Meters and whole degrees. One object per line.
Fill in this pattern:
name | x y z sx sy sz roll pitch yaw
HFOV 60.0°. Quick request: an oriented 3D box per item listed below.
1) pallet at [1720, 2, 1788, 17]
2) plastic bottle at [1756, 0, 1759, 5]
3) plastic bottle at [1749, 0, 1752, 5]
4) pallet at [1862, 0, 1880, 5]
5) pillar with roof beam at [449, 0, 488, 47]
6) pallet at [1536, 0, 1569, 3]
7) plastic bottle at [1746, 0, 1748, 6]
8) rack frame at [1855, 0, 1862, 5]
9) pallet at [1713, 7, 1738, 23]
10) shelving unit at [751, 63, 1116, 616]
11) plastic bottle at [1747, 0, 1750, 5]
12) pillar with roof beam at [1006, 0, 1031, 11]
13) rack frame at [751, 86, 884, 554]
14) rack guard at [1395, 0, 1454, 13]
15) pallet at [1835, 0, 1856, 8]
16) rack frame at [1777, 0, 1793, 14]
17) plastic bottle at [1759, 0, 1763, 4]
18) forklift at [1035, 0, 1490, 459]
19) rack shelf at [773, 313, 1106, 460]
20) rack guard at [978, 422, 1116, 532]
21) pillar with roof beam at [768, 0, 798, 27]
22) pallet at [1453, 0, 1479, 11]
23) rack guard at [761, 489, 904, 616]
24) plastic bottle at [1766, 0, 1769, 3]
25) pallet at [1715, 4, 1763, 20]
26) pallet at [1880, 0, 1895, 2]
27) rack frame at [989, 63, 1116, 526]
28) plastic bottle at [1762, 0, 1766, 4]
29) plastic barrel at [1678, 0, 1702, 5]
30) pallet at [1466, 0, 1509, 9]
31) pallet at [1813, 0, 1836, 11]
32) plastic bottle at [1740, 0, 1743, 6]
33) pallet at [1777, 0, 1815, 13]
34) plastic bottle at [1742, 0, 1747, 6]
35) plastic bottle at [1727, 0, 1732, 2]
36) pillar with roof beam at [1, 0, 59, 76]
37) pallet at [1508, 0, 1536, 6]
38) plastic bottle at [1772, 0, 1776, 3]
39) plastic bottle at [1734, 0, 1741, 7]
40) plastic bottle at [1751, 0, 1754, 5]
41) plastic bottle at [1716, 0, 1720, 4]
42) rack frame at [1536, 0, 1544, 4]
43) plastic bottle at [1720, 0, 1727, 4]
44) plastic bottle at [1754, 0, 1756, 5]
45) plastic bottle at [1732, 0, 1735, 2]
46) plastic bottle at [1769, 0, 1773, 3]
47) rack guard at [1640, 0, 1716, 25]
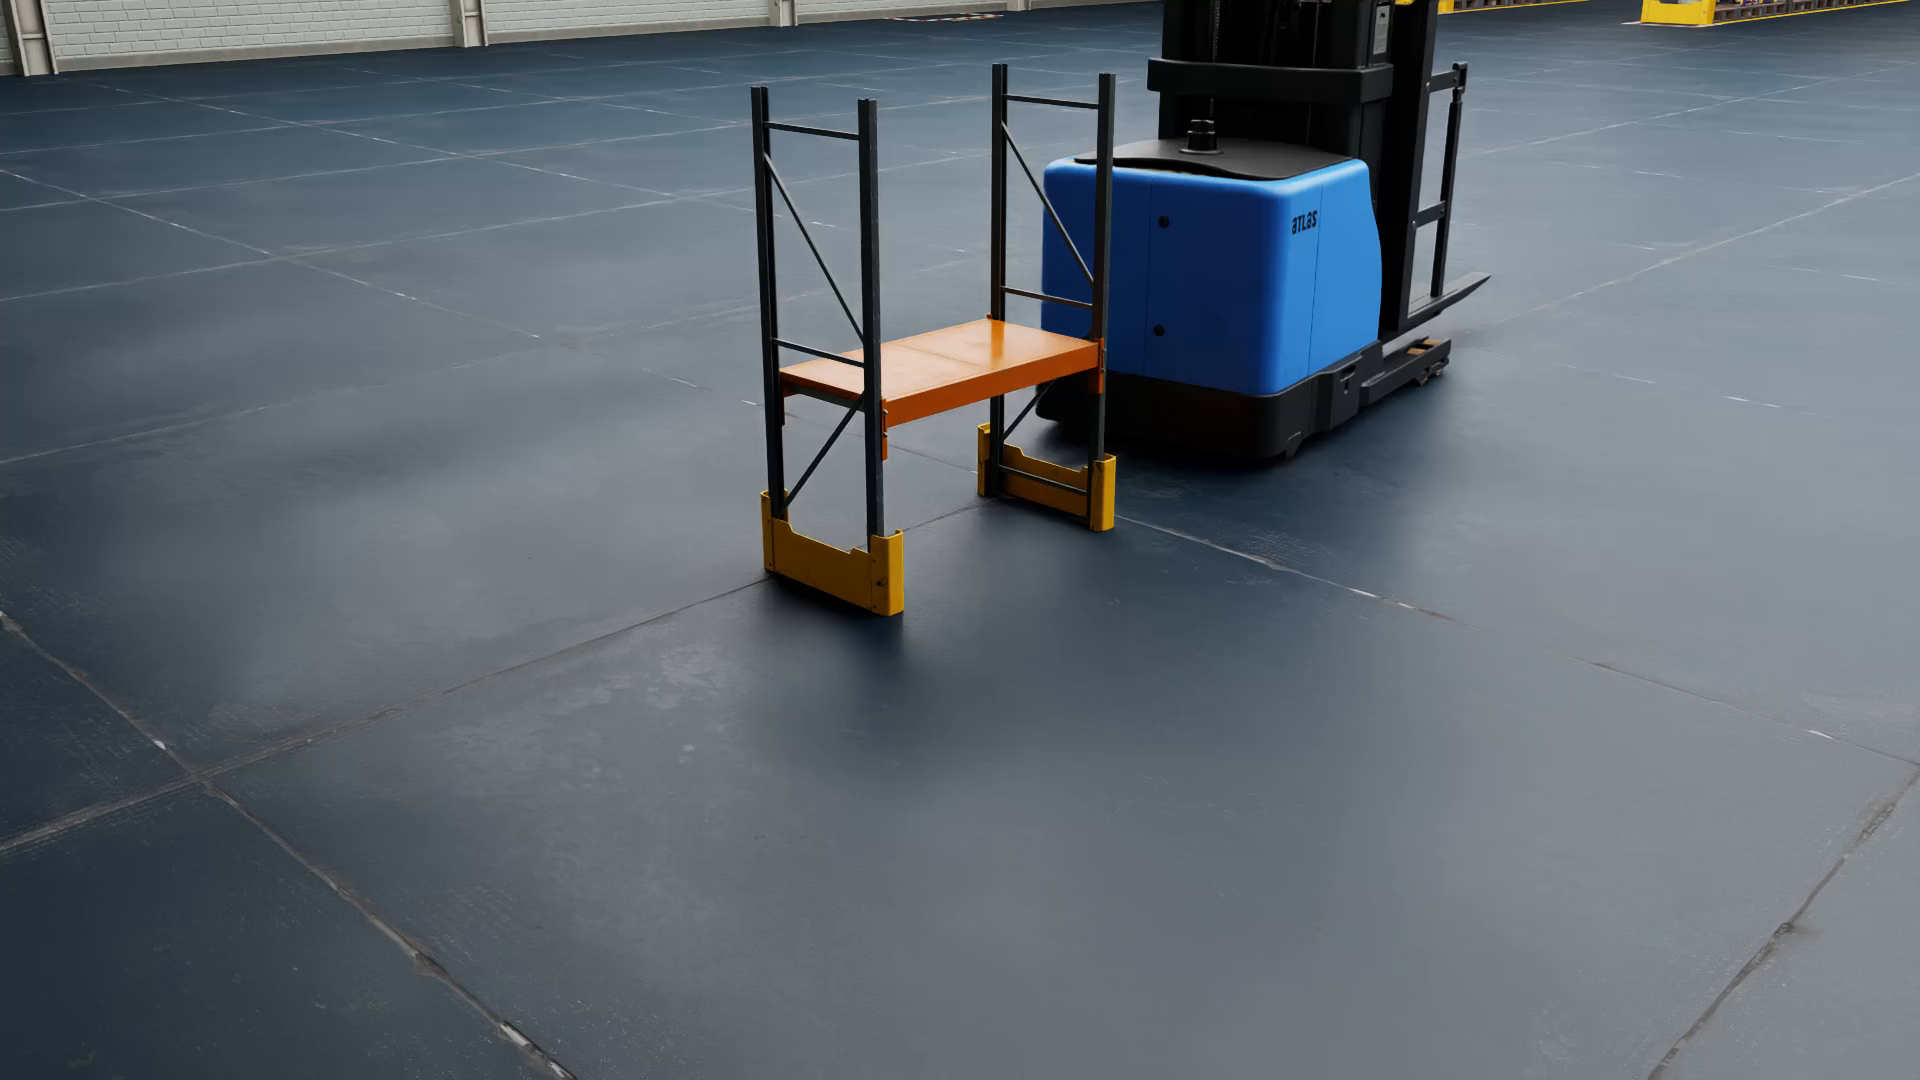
pallet | 14.854 -10.020 31.350 1.003 0.211 1.213 19 28 41
plastic bottle | 14.634 -10.007 30.613 0.135 0.276 0.152 -20 28 -41
plastic bottle | 14.428 -9.882 30.392 0.097 0.201 0.097 0 21 0
pallet | 18.663 -11.424 35.002 1.003 0.211 1.213 19 28 41
pillar with roof beam | -4.141 -10.428 20.161 9.100 9.000 0.400 19 28 41
pallet | 12.292 -11.622 35.518 1.003 0.211 1.213 19 28 41
plastic bottle | 14.289 -9.864 30.246 0.097 0.271 0.097 0 21 0
rack frame | 18.142 -12.512 33.947 1.000 3.000 0.127 19 28 41
pallet | 13.151 -9.393 29.718 1.003 0.211 1.213 19 28 41
shelving unit | -0.053 -0.680 5.255 0.587 1.500 1.083 19 28 41
plastic bottle | 14.359 -9.889 30.313 0.097 0.271 0.097 0 21 0
pillar with roof beam | 4.231 -13.512 28.187 9.100 9.000 0.400 19 28 41
rack frame | -0.414 -0.547 4.908 0.500 1.500 0.032 19 28 41
rack guard | 8.998 -10.523 32.257 1.175 0.500 0.348 19 28 41
pallet | 17.574 -11.021 33.954 1.003 0.211 1.213 19 28 41
rack frame | 15.352 -11.484 31.272 1.000 3.000 0.127 19 28 41
plastic bottle | 14.750 -10.083 30.705 0.144 0.351 0.185 19 28 40
forklift | 1.560 -2.139 7.054 1.130 2.935 3.031 14 25 32
rack shelf | -0.060 -0.510 5.313 0.538 0.185 1.000 19 28 41
rack guard | 0.294 -0.225 5.812 0.587 0.250 0.087 19 28 41
pillar with roof beam | 0.045 -11.970 24.174 9.100 9.000 0.400 19 28 41
pallet | 9.519 -10.602 32.864 1.003 0.211 1.213 19 28 41
rack guard | -0.401 0.031 5.146 0.587 0.250 0.087 19 28 41
plastic bottle | 14.975 -10.166 30.921 0.144 0.351 0.185 18 27 38
pallet | 14.002 -9.705 30.530 1.003 0.211 1.213 19 28 41
pallet | 19.514 -11.736 35.814 1.003 0.211 1.213 19 28 41
rack frame | 0.295 -0.809 5.588 0.500 1.500 0.032 19 28 41
plastic bottle | 14.892 -10.082 30.797 0.133 0.283 0.061 -18 27 -39
plastic barrel | 12.966 -9.679 29.458 0.421 0.512 0.421 0 21 0
pallet | 10.370 -10.914 33.676 1.003 0.211 1.213 19 28 41
pallet | 16.723 -10.709 33.142 1.003 0.211 1.213 19 28 41
plastic bottle | 14.122 -9.770 30.099 0.097 0.201 0.097 0 21 0
pallet | 15.872 -10.394 32.323 1.003 0.211 1.213 19 28 41
plastic bottle | 14.221 -9.835 30.154 0.133 0.283 0.061 -20 28 -41
plastic bottle | 14.477 -10.245 31.237 0.097 0.271 0.097 0 21 0
pillar with roof beam | -8.326 -8.885 16.149 9.100 9.000 0.400 19 28 41
pallet | 11.221 -11.229 34.495 1.003 0.211 1.213 19 28 41
plastic bottle | 15.253 -10.215 31.144 0.133 0.283 0.061 -18 28 -39
plastic bottle | 14.050 -9.776 30.017 0.097 0.271 0.097 0 21 0
plastic bottle | 14.500 -9.942 30.448 0.097 0.271 0.097 0 21 0
plastic bottle | 14.051 -10.055 30.841 0.097 0.201 0.097 0 21 0
rack frame | 11.806 -12.725 34.500 1.000 3.000 0.127 19 28 41
plastic bottle | 14.187 -10.126 30.922 0.152 0.276 0.135 19 28 41
plastic bottle | 14.571 -9.935 30.529 0.097 0.201 0.097 0 21 0
plastic bottle | 14.595 -10.313 31.305 0.144 0.351 0.185 19 28 41
plastic bottle | 15.109 -10.215 31.050 0.144 0.351 0.185 18 28 39
rack guard | 12.581 -9.320 29.127 1.175 0.500 0.348 19 28 41
